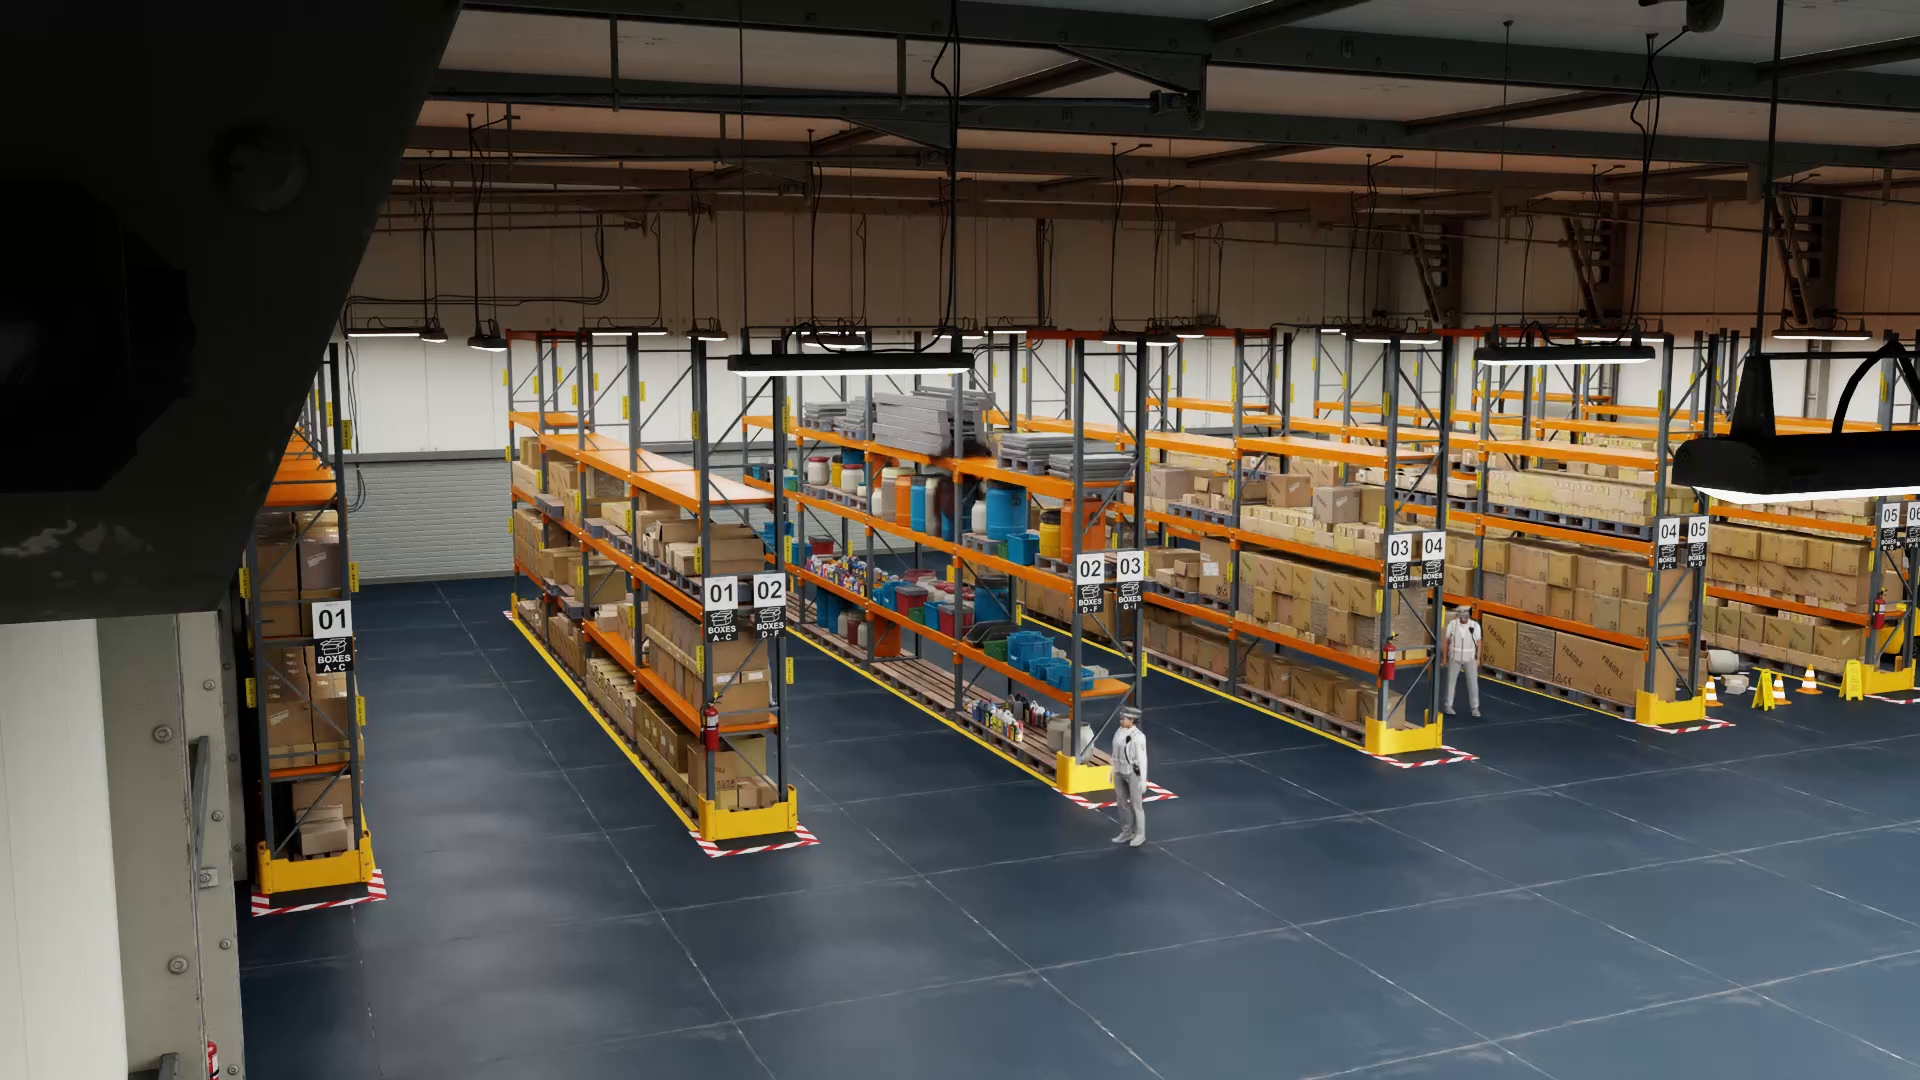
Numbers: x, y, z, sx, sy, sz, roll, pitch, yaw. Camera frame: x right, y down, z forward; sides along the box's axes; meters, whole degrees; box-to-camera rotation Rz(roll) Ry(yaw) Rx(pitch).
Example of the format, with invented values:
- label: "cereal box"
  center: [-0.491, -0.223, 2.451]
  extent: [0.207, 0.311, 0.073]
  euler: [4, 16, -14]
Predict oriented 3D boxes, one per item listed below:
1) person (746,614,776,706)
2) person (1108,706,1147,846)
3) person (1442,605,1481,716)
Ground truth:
- label: "person"
  center: [-3.306, 1.851, 26.929]
  extent: [0.420, 1.621, 0.976]
  euler: [-4, 9, -29]
- label: "person"
  center: [2.014, 2.820, 19.861]
  extent: [0.388, 1.720, 0.596]
  euler: [-7, 10, -42]
- label: "person"
  center: [7.957, 1.894, 26.331]
  extent: [0.620, 1.744, 0.434]
  euler: [3, 8, 18]
